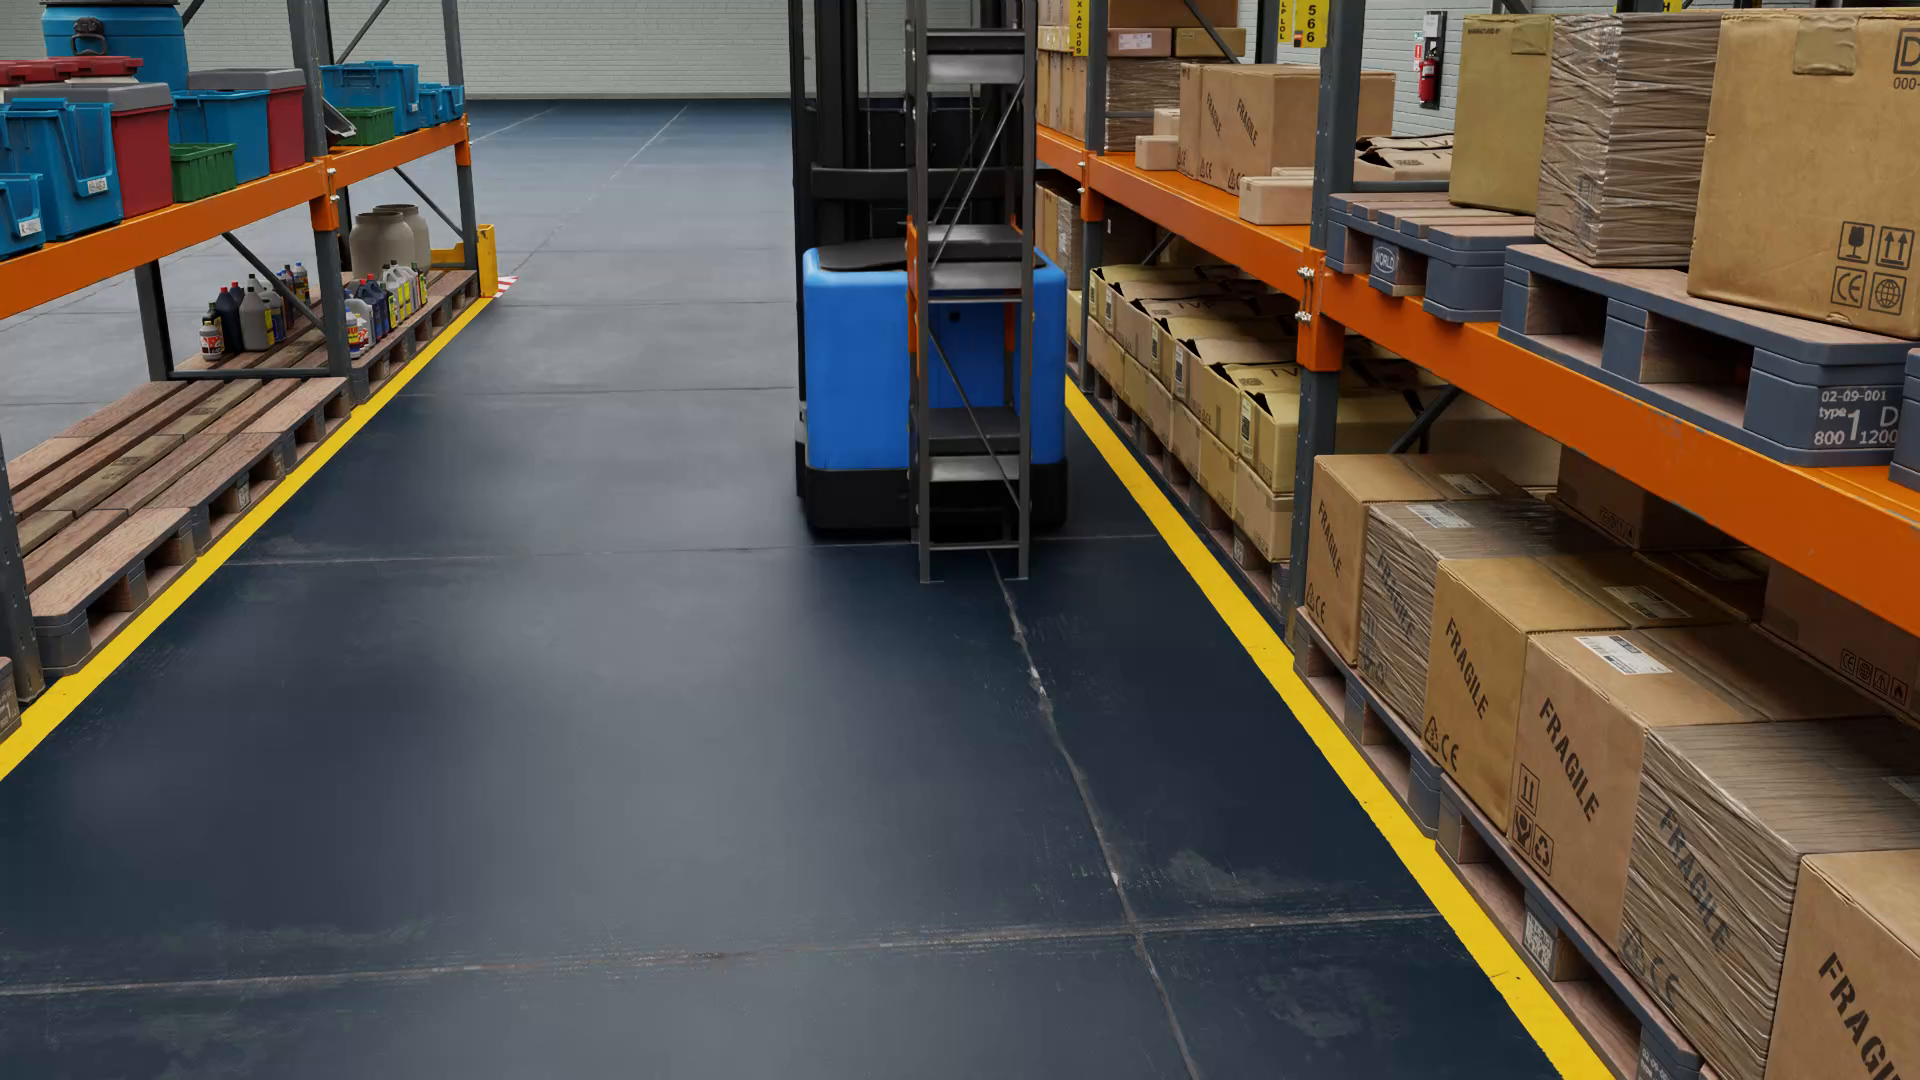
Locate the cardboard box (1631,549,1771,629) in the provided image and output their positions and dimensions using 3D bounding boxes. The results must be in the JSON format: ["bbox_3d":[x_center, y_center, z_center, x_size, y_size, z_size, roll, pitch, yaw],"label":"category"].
[{"bbox_3d":[1.972,0.328,4.064,0.500,0.500,0.500,-2,18,-8],"label":"cardboard box"}]

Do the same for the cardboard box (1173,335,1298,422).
[{"bbox_3d":[1.180,-0.690,6.821,0.500,0.311,0.500,-2,18,-6],"label":"cardboard box"}]

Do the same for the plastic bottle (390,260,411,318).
[{"bbox_3d":[-3.504,-1.558,10.320,0.144,0.351,0.185,-1,17,-3],"label":"plastic bottle"}]

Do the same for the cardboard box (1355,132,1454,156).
[{"bbox_3d":[1.689,-1.310,5.992,0.500,0.311,0.500,-2,18,-6],"label":"cardboard box"}]

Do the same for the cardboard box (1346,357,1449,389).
[{"bbox_3d":[1.764,-0.558,6.399,0.500,0.311,0.500,-2,18,-7],"label":"cardboard box"}]

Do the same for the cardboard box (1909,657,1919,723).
[{"bbox_3d":[2.091,0.287,2.943,0.500,0.250,0.500,-2,18,-6],"label":"cardboard box"}]

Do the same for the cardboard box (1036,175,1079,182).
[{"bbox_3d":[0.715,-2.246,11.461,0.500,0.500,0.500,-2,18,-6],"label":"cardboard box"}]

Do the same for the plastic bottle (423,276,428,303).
[{"bbox_3d":[-3.538,-1.653,10.873,0.097,0.201,0.097,0,17,0],"label":"plastic bottle"}]

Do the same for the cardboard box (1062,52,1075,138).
[{"bbox_3d":[1.015,-2.758,10.289,0.700,0.500,0.500,-2,17,-5],"label":"cardboard box"}]

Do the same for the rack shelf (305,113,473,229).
[{"bbox_3d":[-3.957,-2.373,10.429,1.077,0.370,4.000,-2,18,-6],"label":"rack shelf"}]

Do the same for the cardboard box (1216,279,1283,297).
[{"bbox_3d":[1.563,-1.162,8.323,0.500,0.311,0.500,-1,17,-4],"label":"cardboard box"}]

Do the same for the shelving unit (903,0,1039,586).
[{"bbox_3d":[0.029,-0.915,6.085,0.431,2.100,0.503,-2,18,-5],"label":"shelving unit"}]

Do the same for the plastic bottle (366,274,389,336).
[{"bbox_3d":[-3.441,-1.376,9.740,0.144,0.351,0.185,-3,18,-8],"label":"plastic bottle"}]

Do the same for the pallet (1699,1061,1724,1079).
[{"bbox_3d":[1.880,1.201,2.501,1.003,0.211,1.213,-2,18,-6],"label":"pallet"}]

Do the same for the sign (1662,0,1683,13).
[{"bbox_3d":[2.128,-1.615,5.012,0.100,0.325,0.005,-2,18,-6],"label":"sign"}]

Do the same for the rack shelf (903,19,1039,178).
[{"bbox_3d":[0.029,-1.569,5.879,0.431,0.518,0.480,-2,18,-5],"label":"rack shelf"}]

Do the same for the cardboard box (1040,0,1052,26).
[{"bbox_3d":[0.917,-3.669,11.022,0.700,0.500,0.500,-2,18,-5],"label":"cardboard box"}]

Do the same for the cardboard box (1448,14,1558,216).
[{"bbox_3d":[1.766,-1.144,4.447,0.700,0.500,0.500,-8,19,-24],"label":"cardboard box"}]

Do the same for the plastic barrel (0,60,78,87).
[{"bbox_3d":[-3.795,-1.675,6.777,0.433,0.535,0.433,0,17,0],"label":"plastic barrel"}]

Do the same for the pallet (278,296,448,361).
[{"bbox_3d":[-3.908,-1.356,10.643,1.003,0.211,1.213,-2,18,-6],"label":"pallet"}]

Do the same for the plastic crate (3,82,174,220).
[{"bbox_3d":[-3.201,-1.450,6.181,0.402,0.464,0.583,-2,18,-6],"label":"plastic crate"}]

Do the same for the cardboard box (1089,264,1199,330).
[{"bbox_3d":[0.971,-1.297,8.755,0.500,0.311,0.500,-2,18,-5],"label":"cardboard box"}]

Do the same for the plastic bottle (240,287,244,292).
[{"bbox_3d":[-4.182,-1.322,9.679,0.061,0.283,0.133,-1,17,-2],"label":"plastic bottle"}]

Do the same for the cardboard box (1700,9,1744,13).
[{"bbox_3d":[5.529,-3.461,11.657,0.500,0.500,0.500,-2,18,-7],"label":"cardboard box"}]

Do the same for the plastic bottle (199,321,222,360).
[{"bbox_3d":[-4.099,-1.094,9.090,0.097,0.201,0.097,0,17,0],"label":"plastic bottle"}]

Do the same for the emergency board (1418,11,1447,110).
[{"bbox_3d":[5.787,-5.961,20.658,0.194,1.169,0.643,-2,18,-6],"label":"emergency board"}]

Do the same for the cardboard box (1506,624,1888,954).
[{"bbox_3d":[1.517,0.507,3.492,0.500,0.500,0.500,-2,18,-8],"label":"cardboard box"}]

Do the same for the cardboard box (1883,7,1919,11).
[{"bbox_3d":[5.747,-2.853,9.723,0.500,0.500,0.500,-2,18,-6],"label":"cardboard box"}]

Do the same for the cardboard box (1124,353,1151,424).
[{"bbox_3d":[1.079,-0.726,7.872,0.500,0.250,0.500,-2,18,-7],"label":"cardboard box"}]

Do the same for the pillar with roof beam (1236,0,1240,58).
[{"bbox_3d":[0.485,-11.528,28.374,9.100,9.000,0.400,-2,18,-6],"label":"pillar with roof beam"}]

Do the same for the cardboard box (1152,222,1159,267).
[{"bbox_3d":[1.380,-1.815,10.088,0.500,0.500,0.500,-2,18,-6],"label":"cardboard box"}]

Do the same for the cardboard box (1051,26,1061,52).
[{"bbox_3d":[0.775,-3.161,10.489,0.380,0.149,0.250,-1,17,-4],"label":"cardboard box"}]

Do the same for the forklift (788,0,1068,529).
[{"bbox_3d":[-0.229,-1.837,7.636,1.130,2.935,3.031,-2,18,-5],"label":"forklift"}]

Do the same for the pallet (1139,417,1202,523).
[{"bbox_3d":[1.420,-0.359,7.469,1.003,0.211,1.213,-2,18,-6],"label":"pallet"}]

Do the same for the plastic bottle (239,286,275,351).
[{"bbox_3d":[-3.961,-1.254,9.351,0.144,0.351,0.185,-2,18,-6],"label":"plastic bottle"}]

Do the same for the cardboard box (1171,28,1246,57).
[{"bbox_3d":[1.341,-2.715,9.069,0.380,0.149,0.250,-2,18,-6],"label":"cardboard box"}]

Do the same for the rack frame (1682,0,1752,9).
[{"bbox_3d":[5.691,-3.618,13.194,1.000,3.000,0.127,-2,18,-6],"label":"rack frame"}]

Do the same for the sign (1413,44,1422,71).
[{"bbox_3d":[5.833,-6.146,21.187,0.001,0.329,0.234,-2,18,-6],"label":"sign"}]

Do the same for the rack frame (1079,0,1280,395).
[{"bbox_3d":[1.176,-2.272,8.907,1.000,3.000,0.127,-2,18,-6],"label":"rack frame"}]

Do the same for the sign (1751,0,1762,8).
[{"bbox_3d":[6.245,-4.333,13.009,0.100,0.325,0.005,-2,18,-6],"label":"sign"}]

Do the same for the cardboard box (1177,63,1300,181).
[{"bbox_3d":[1.294,-1.934,7.662,0.500,0.500,0.500,-1,17,-2],"label":"cardboard box"}]

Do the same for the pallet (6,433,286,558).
[{"bbox_3d":[-3.503,-0.193,6.939,1.003,0.211,1.213,-2,18,-6],"label":"pallet"}]

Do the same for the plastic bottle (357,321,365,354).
[{"bbox_3d":[-3.358,-1.134,9.218,0.097,0.201,0.097,0,17,0],"label":"plastic bottle"}]

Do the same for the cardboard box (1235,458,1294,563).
[{"bbox_3d":[1.292,-0.118,5.935,0.500,0.250,0.500,-1,17,-4],"label":"cardboard box"}]

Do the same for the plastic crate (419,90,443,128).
[{"bbox_3d":[-3.753,-2.908,11.179,0.499,0.251,0.408,-2,18,-6],"label":"plastic crate"}]

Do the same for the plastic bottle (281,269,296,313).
[{"bbox_3d":[-4.251,-1.568,10.485,0.097,0.271,0.097,0,17,0],"label":"plastic bottle"}]
